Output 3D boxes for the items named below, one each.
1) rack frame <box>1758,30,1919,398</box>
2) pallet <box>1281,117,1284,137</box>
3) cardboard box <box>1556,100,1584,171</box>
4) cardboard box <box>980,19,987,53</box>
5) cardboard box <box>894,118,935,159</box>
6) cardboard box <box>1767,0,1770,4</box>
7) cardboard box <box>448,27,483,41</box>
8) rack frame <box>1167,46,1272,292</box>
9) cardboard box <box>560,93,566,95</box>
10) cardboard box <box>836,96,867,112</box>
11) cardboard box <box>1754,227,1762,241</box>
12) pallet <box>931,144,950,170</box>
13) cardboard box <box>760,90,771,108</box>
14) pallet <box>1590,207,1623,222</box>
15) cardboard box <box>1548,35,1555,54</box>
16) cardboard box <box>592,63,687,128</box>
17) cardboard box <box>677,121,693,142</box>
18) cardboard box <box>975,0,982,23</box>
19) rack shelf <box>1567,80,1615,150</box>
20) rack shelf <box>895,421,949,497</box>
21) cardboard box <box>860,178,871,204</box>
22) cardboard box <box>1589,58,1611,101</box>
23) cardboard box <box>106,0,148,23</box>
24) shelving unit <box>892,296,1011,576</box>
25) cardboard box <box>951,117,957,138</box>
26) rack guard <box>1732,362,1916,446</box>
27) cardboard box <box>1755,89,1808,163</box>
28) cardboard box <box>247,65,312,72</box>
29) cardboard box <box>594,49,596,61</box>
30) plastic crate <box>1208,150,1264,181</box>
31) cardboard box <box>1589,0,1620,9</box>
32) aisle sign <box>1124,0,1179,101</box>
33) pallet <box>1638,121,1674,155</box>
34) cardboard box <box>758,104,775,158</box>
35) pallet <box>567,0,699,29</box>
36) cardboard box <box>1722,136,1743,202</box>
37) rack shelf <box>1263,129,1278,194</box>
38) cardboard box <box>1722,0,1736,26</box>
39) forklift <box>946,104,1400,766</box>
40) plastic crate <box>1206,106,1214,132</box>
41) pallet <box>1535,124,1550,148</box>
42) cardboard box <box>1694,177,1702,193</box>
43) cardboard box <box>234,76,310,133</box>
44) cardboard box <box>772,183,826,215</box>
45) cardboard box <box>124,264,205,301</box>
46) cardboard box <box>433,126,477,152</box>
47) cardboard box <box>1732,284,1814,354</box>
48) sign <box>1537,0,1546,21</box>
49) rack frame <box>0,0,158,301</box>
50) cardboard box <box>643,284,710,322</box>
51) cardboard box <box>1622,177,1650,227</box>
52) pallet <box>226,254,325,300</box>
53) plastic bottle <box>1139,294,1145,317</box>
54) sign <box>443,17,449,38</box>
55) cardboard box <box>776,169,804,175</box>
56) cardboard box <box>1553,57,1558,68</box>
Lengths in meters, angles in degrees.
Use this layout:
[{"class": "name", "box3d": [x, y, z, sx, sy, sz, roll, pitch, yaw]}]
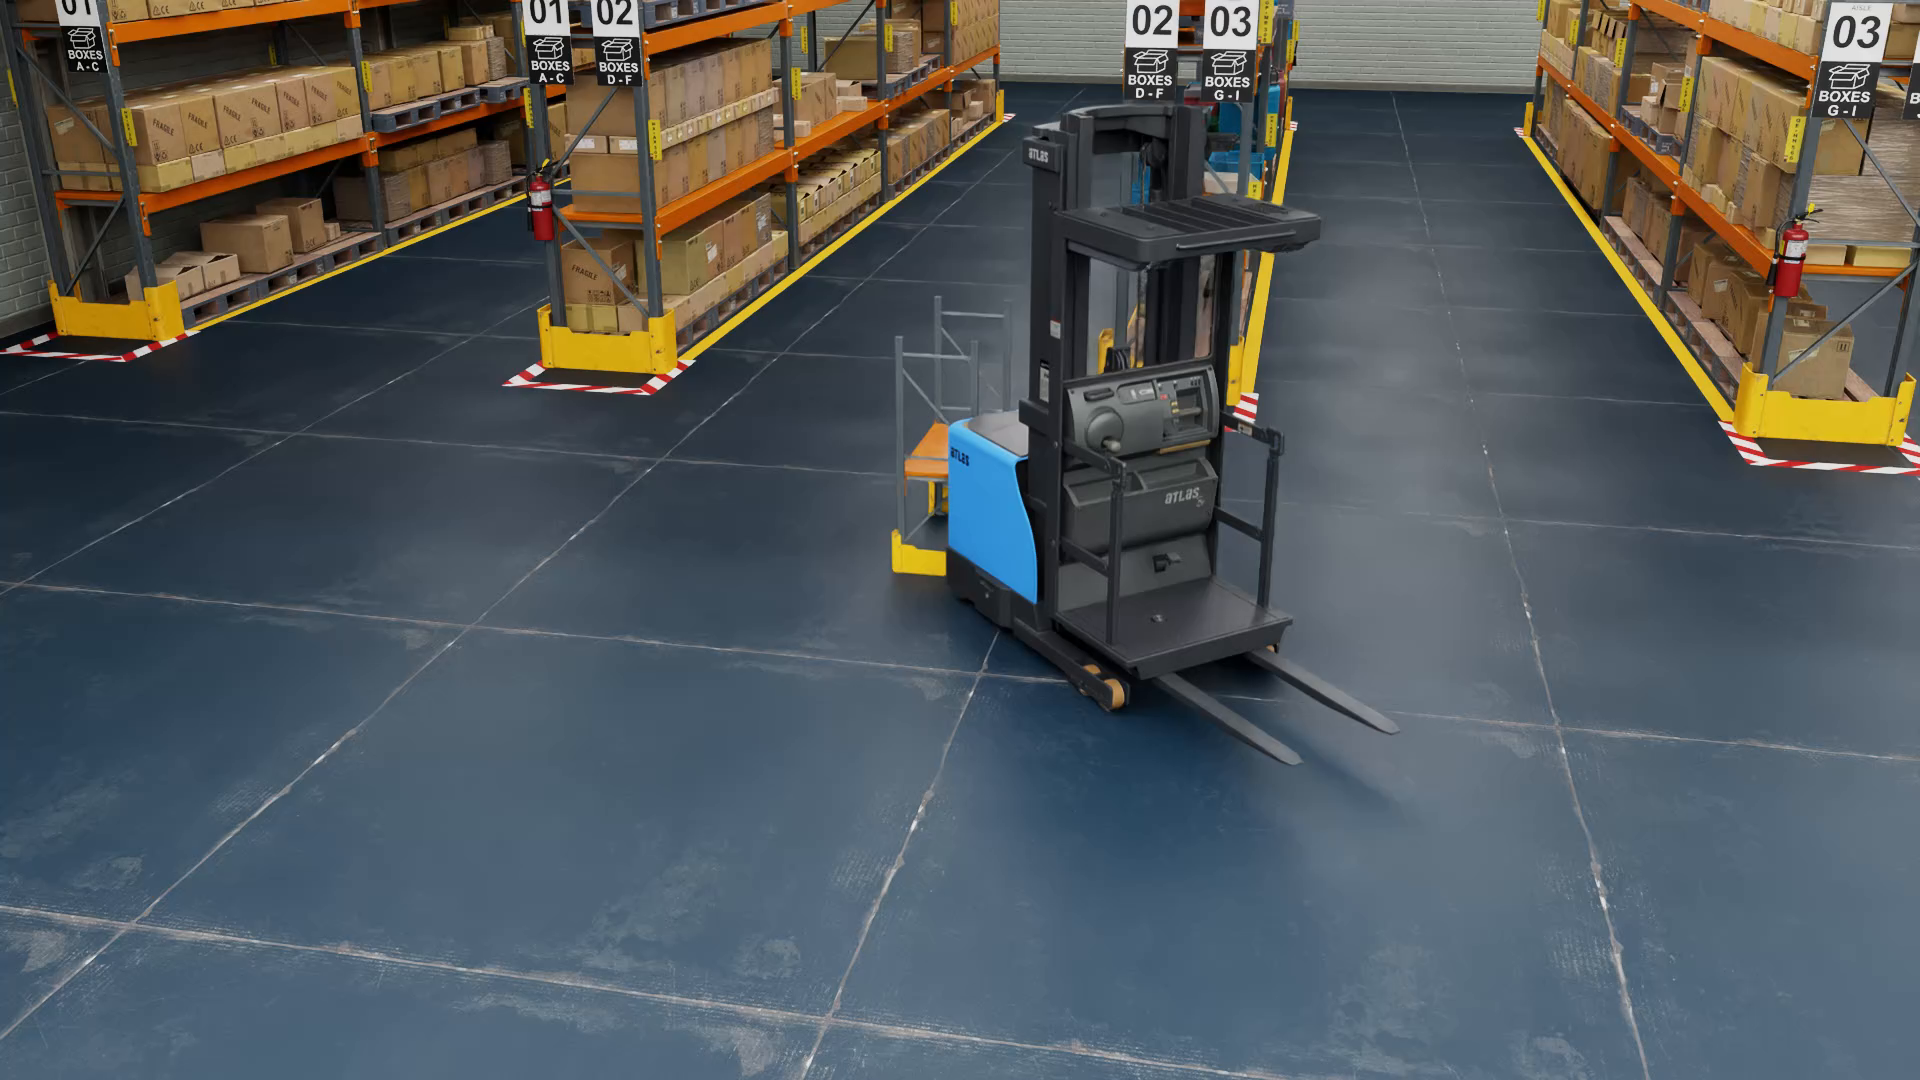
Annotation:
[{"class": "rack frame", "box3d": [6.616, -2.182, 12.256, 1.000, 3.000, 0.127, 4, 22, 11]}, {"class": "pallet", "box3d": [4.825, -6.819, 27.502, 1.003, 0.211, 1.213, 4, 22, 11]}, {"class": "cardboard box", "box3d": [8.953, -5.544, 22.887, 1.225, 0.875, 0.875, 5, 22, 11]}, {"class": "cardboard box", "box3d": [0.149, -8.280, 27.263, 0.500, 0.500, 0.500, 5, 22, 11]}, {"class": "cardboard box", "box3d": [-0.665, -5.806, 24.012, 0.500, 0.500, 0.500, 5, 22, 12]}, {"class": "cardboard box", "box3d": [6.741, -4.386, 13.381, 0.380, 0.149, 0.250, 3, 22, 8]}, {"class": "cardboard box", "box3d": [-6.392, -6.545, 21.498, 0.380, 0.149, 0.250, 1, 22, 2]}, {"class": "rack frame", "box3d": [2.583, -4.022, 16.826, 1.000, 3.000, 0.127, 4, 22, 11]}, {"class": "cardboard box", "box3d": [-5.667, -6.328, 24.867, 0.750, 0.750, 0.750, 5, 23, 13]}, {"class": "cardboard box", "box3d": [-1.362, -5.398, 20.577, 0.380, 0.149, 0.250, 4, 22, 11]}, {"class": "cardboard box", "box3d": [6.590, -2.462, 13.289, 0.380, 0.149, 0.250, 4, 22, 11]}, {"class": "pallet", "box3d": [-0.762, -5.733, 24.807, 1.003, 0.211, 1.213, 4, 22, 11]}, {"class": "cardboard box", "box3d": [-2.163, -4.543, 17.116, 0.380, 0.149, 0.250, 4, 22, 10]}, {"class": "pallet", "box3d": [8.483, -4.097, 20.744, 1.003, 0.211, 1.213, 4, 22, 11]}, {"class": "cardboard box", "box3d": [9.313, -7.573, 25.444, 0.500, 0.250, 0.500, 4, 22, 9]}, {"class": "cardboard box", "box3d": [-2.861, -3.969, 14.822, 0.700, 0.500, 0.500, 4, 22, 10]}, {"class": "cardboard box", "box3d": [-2.634, -3.693, 15.006, 0.380, 0.149, 0.250, 4, 22, 10]}, {"class": "cardboard box", "box3d": [0.053, -8.554, 26.605, 0.500, 0.500, 0.500, 5, 23, 13]}, {"class": "rack shelf", "box3d": [8.656, -5.506, 21.471, 1.077, 0.370, 4.000, 4, 22, 11]}, {"class": "rack shelf", "box3d": [-0.027, -0.505, 10.580, 0.538, 0.185, 1.000, 5, 22, 11]}, {"class": "cardboard box", "box3d": [-1.419, -4.384, 20.842, 0.500, 0.250, 0.500, 4, 22, 10]}, {"class": "cardboard box", "box3d": [8.421, -5.912, 21.383, 0.500, 0.500, 0.500, 5, 22, 12]}, {"class": "cardboard box", "box3d": [-7.619, -4.865, 14.743, 0.500, 0.500, 0.500, 5, 22, 12]}, {"class": "shelving unit", "box3d": [-0.025, -0.675, 10.521, 0.587, 1.500, 1.083, 5, 22, 11]}, {"class": "cardboard box", "box3d": [-0.335, -6.421, 25.792, 0.500, 0.311, 0.500, 4, 22, 11]}, {"class": "rack guard", "box3d": [6.631, -1.050, 12.792, 1.175, 0.500, 0.348, 4, 22, 11]}, {"class": "cardboard box", "box3d": [6.582, -3.233, 12.997, 0.500, 0.500, 0.500, 4, 22, 11]}, {"class": "cardboard box", "box3d": [-7.416, -4.909, 18.198, 0.500, 0.500, 0.500, 4, 22, 10]}, {"class": "cardboard box", "box3d": [-5.536, -7.339, 24.501, 0.500, 0.500, 0.500, 4, 22, 11]}, {"class": "plastic crate", "box3d": [2.623, -3.528, 15.797, 0.499, 0.251, 0.616, 4, 22, 11]}, {"class": "cardboard box", "box3d": [10.038, -8.252, 26.126, 0.500, 0.500, 0.500, 5, 22, 12]}, {"class": "aisle sign", "box3d": [1.461, -3.762, 12.699, 0.394, 0.787, 0.004, 4, 22, 11]}, {"class": "pallet", "box3d": [7.884, -4.292, 17.751, 1.003, 0.211, 1.213, 4, 22, 11]}, {"class": "cardboard box", "box3d": [-2.350, -4.285, 17.344, 0.700, 0.500, 0.500, 4, 22, 10]}, {"class": "pallet", "box3d": [-2.912, -4.546, 14.228, 1.003, 0.211, 1.213, 4, 22, 11]}, {"class": "cardboard box", "box3d": [6.997, -3.119, 14.051, 0.875, 0.500, 0.500, 4, 22, 11]}, {"class": "rack shelf", "box3d": [2.991, -4.420, 18.777, 1.077, 0.370, 4.000, 4, 22, 11]}, {"class": "cardboard box", "box3d": [6.986, -4.628, 14.515, 0.500, 0.250, 0.500, 4, 22, 10]}, {"class": "forklift", "box3d": [1.078, -0.666, 8.584, 1.130, 2.935, 3.031, -12, 25, -27]}, {"class": "plastic crate", "box3d": [2.504, -4.442, 17.890, 0.392, 0.384, 0.575, 4, 22, 11]}, {"class": "pallet", "box3d": [9.794, -6.442, 26.566, 1.003, 0.211, 1.213, 4, 22, 11]}, {"class": "cardboard box", "box3d": [7.006, -3.289, 15.340, 0.380, 0.149, 0.250, 4, 22, 11]}, {"class": "cardboard box", "box3d": [-7.119, -4.502, 17.188, 0.500, 0.500, 0.500, 4, 22, 9]}, {"class": "cardboard box", "box3d": [-1.830, -3.896, 18.879, 0.500, 0.311, 0.500, 4, 22, 10]}, {"class": "cardboard box", "box3d": [-7.702, -2.518, 16.100, 0.500, 0.311, 0.500, 2, 22, 5]}, {"class": "cardboard box", "box3d": [-6.573, -5.162, 21.409, 0.500, 0.250, 0.500, 5, 22, 12]}, {"class": "cardboard box", "box3d": [6.994, -1.893, 14.323, 0.500, 0.500, 0.500, 7, 23, 16]}, {"class": "sign", "box3d": [9.338, -8.516, 26.720, 0.100, 0.325, 0.005, 4, 22, 11]}, {"class": "rack frame", "box3d": [-7.932, -3.315, 15.069, 1.000, 3.000, 0.127, 4, 22, 11]}, {"class": "cardboard box", "box3d": [-2.656, -2.220, 15.470, 0.500, 0.250, 0.500, 4, 22, 11]}, {"class": "cardboard box", "box3d": [8.131, -3.906, 19.294, 0.700, 0.500, 0.500, 3, 22, 8]}, {"class": "pallet", "box3d": [-7.465, -2.788, 17.494, 1.003, 0.211, 1.213, 4, 22, 11]}, {"class": "plastic bottle", "box3d": [1.712, -2.171, 15.385, 0.097, 0.201, 0.097, 0, 22, 0]}, {"class": "sign", "box3d": [-6.843, -6.819, 22.219, 0.100, 0.325, 0.005, 4, 22, 11]}, {"class": "cardboard box", "box3d": [-2.153, -4.307, 19.902, 0.500, 0.311, 0.500, 4, 22, 10]}, {"class": "cardboard box", "box3d": [9.121, -7.154, 24.937, 0.380, 0.149, 0.250, 5, 22, 12]}]
